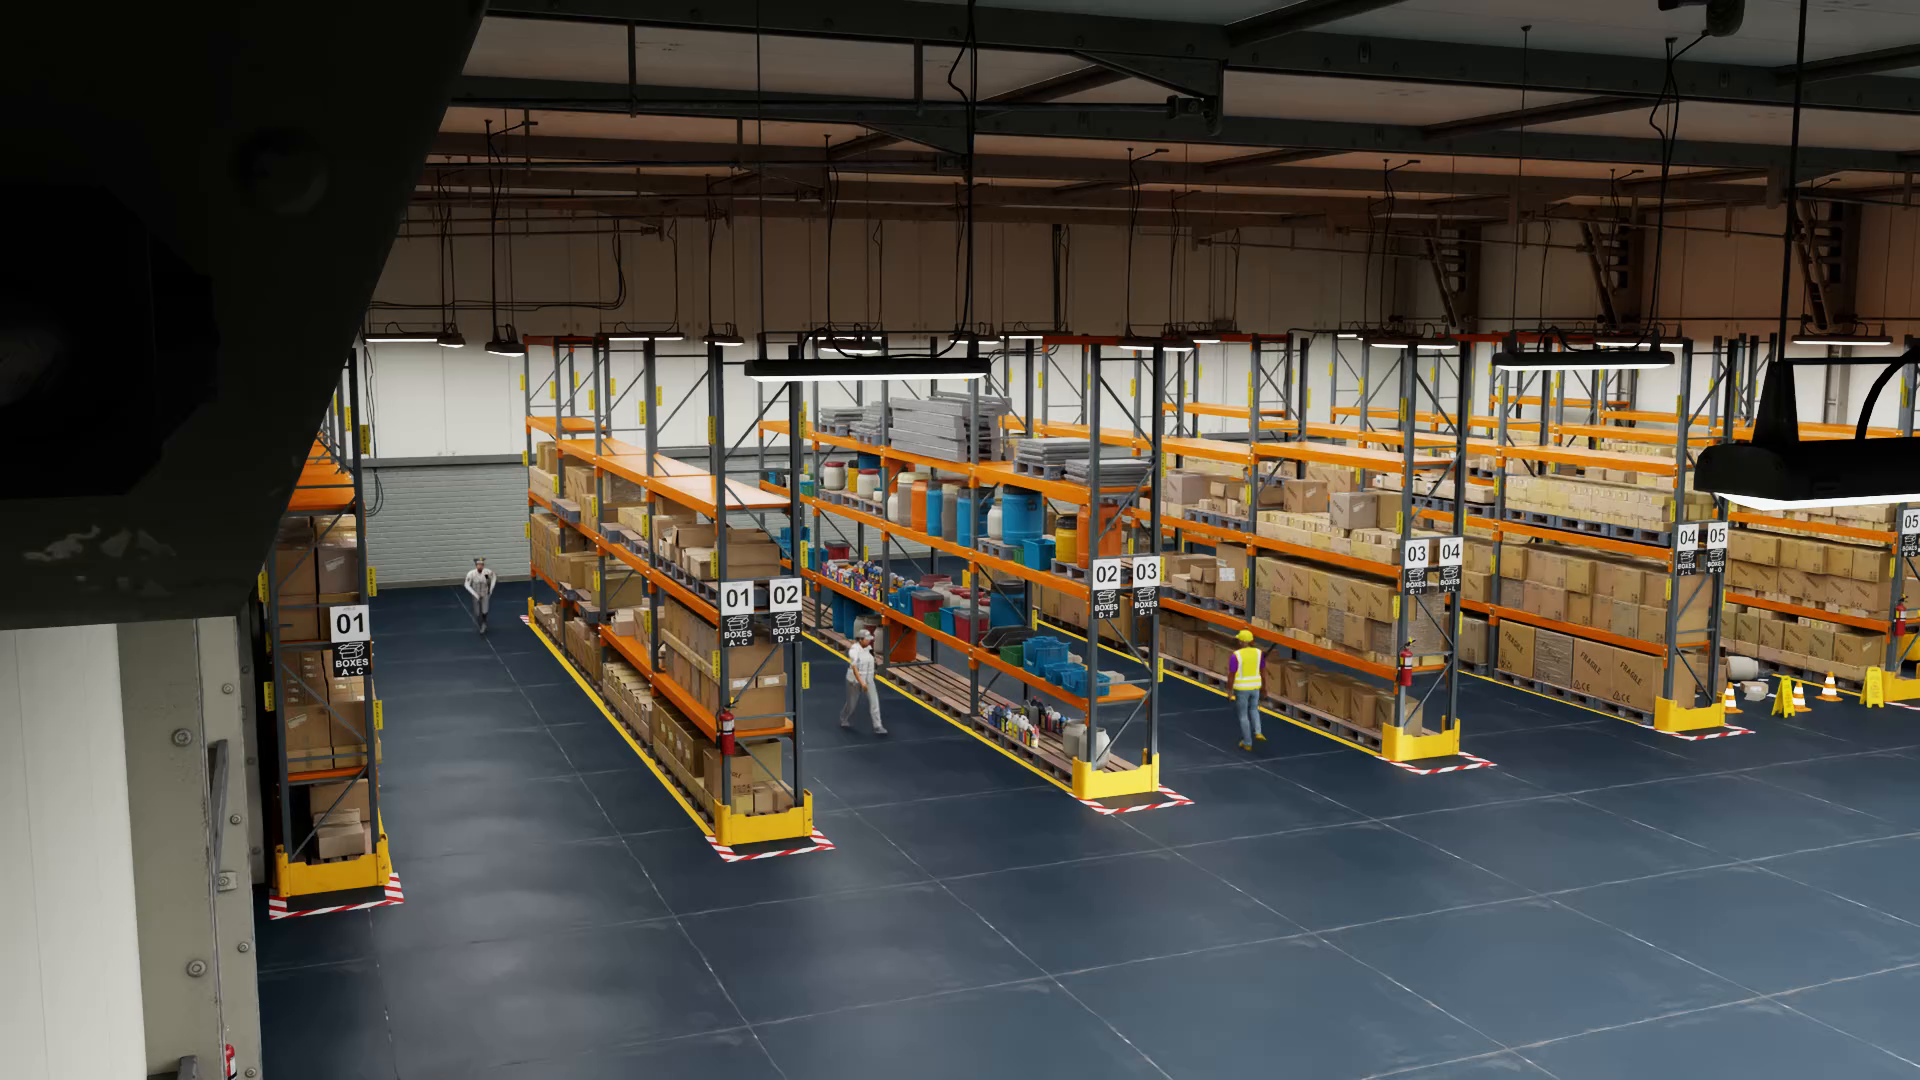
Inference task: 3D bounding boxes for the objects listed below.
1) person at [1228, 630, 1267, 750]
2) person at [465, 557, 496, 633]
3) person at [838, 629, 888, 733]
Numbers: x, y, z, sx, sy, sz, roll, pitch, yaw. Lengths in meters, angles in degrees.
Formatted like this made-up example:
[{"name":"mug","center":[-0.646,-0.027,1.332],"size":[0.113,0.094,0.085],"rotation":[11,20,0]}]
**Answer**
[{"name":"person","center":[4.238,2.201,24.519],"size":[0.610,1.756,0.489],"rotation":[-2,8,-12]},{"name":"person","center":[-9.623,1.106,33.415],"size":[0.600,1.599,0.701],"rotation":[-2,8,-12]},{"name":"person","center":[-1.474,2.153,25.519],"size":[0.468,1.574,1.095],"rotation":[-6,10,-38]}]
